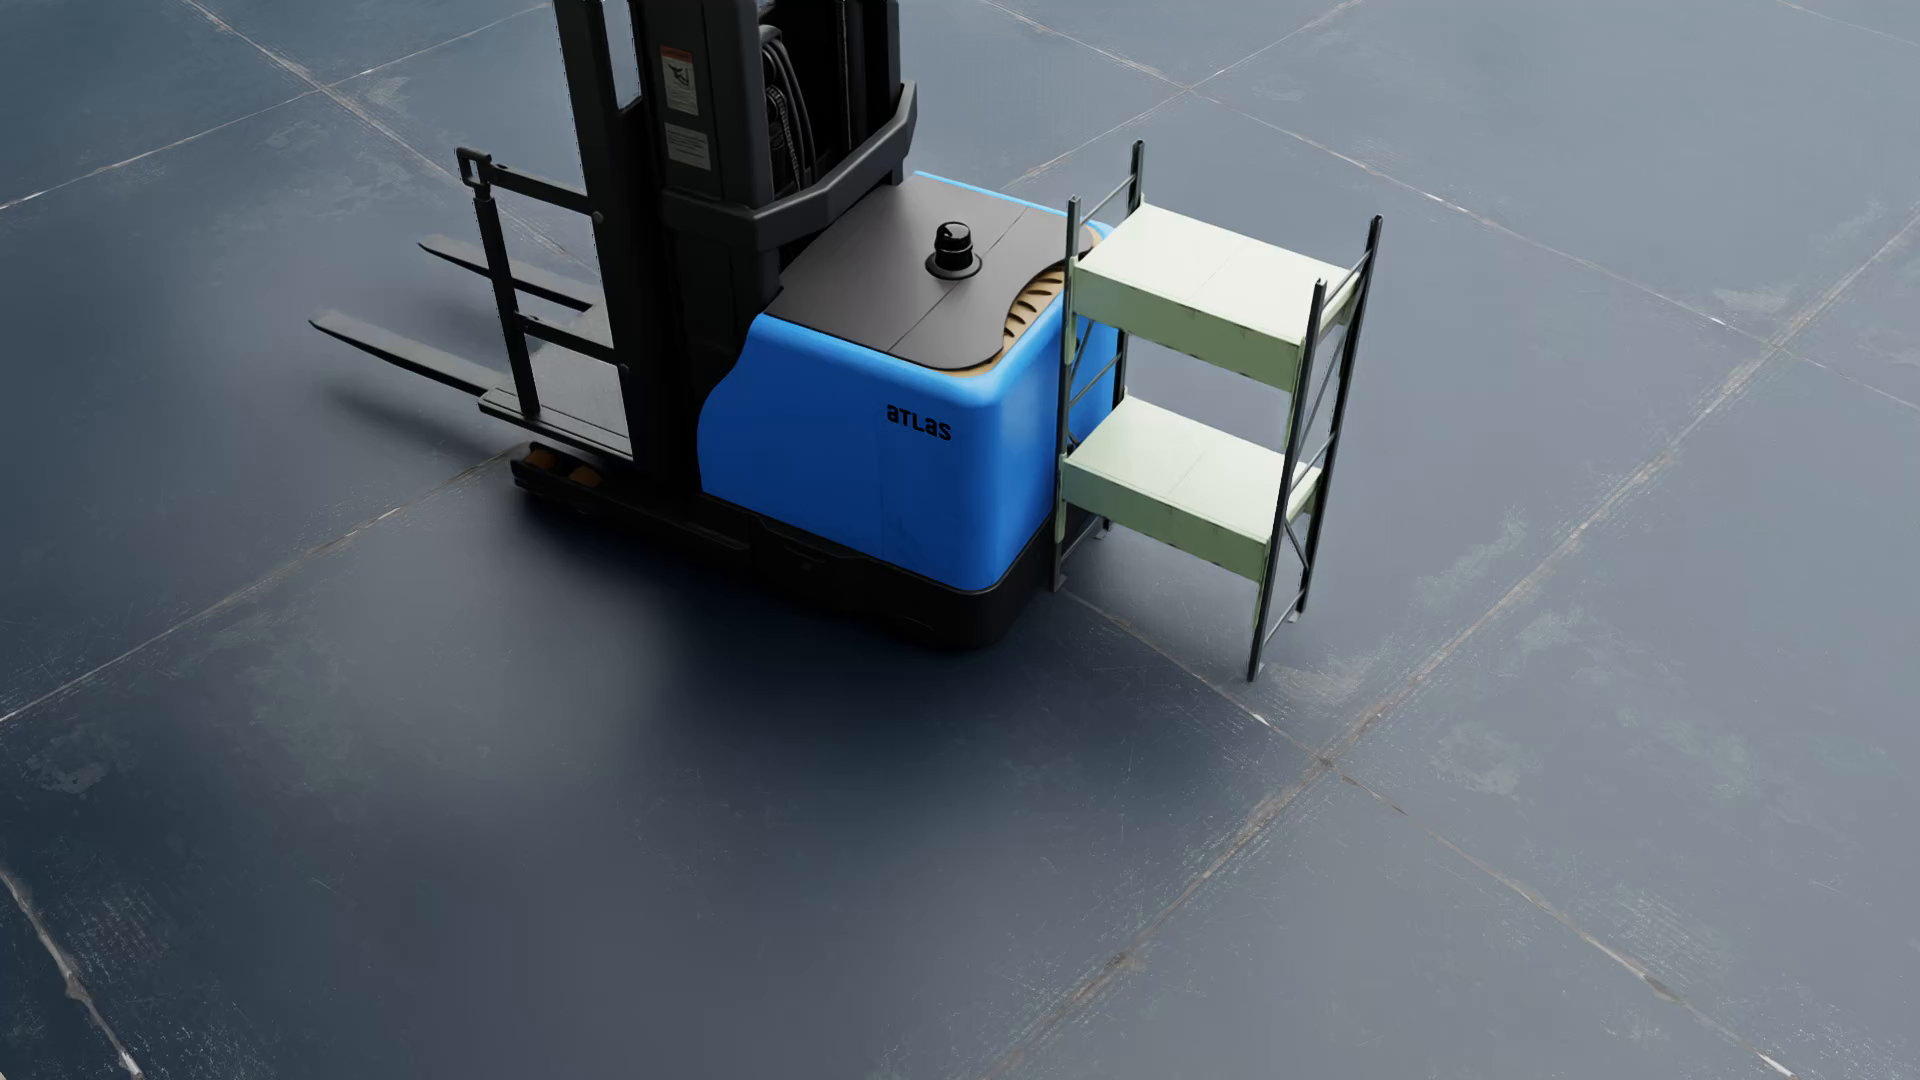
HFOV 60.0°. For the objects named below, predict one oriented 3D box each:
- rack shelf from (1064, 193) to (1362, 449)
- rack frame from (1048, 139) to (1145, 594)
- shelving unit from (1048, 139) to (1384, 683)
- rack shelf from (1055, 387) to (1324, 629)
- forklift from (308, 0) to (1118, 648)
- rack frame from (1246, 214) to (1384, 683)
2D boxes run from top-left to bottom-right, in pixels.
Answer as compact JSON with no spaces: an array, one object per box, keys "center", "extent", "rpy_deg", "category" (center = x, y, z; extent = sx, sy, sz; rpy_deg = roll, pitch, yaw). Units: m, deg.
[{"center":[0.720,-0.638,4.761],"extent":[0.720,0.370,0.431],"rpy_deg":[24,48,24],"category":"rack shelf"},{"center":[0.414,-0.488,5.173],"extent":[0.023,1.500,0.400],"rpy_deg":[24,48,24],"category":"rack frame"},{"center":[0.720,-0.352,5.025],"extent":[0.755,1.500,0.431],"rpy_deg":[24,48,24],"category":"shelving unit"},{"center":[0.720,-0.112,5.247],"extent":[0.720,0.370,0.431],"rpy_deg":[24,48,24],"category":"rack shelf"},{"center":[-0.998,-1.460,5.170],"extent":[3.031,2.935,1.130],"rpy_deg":[20,46,21],"category":"forklift"},{"center":[1.026,-0.215,4.878],"extent":[0.023,1.500,0.400],"rpy_deg":[24,48,24],"category":"rack frame"}]
